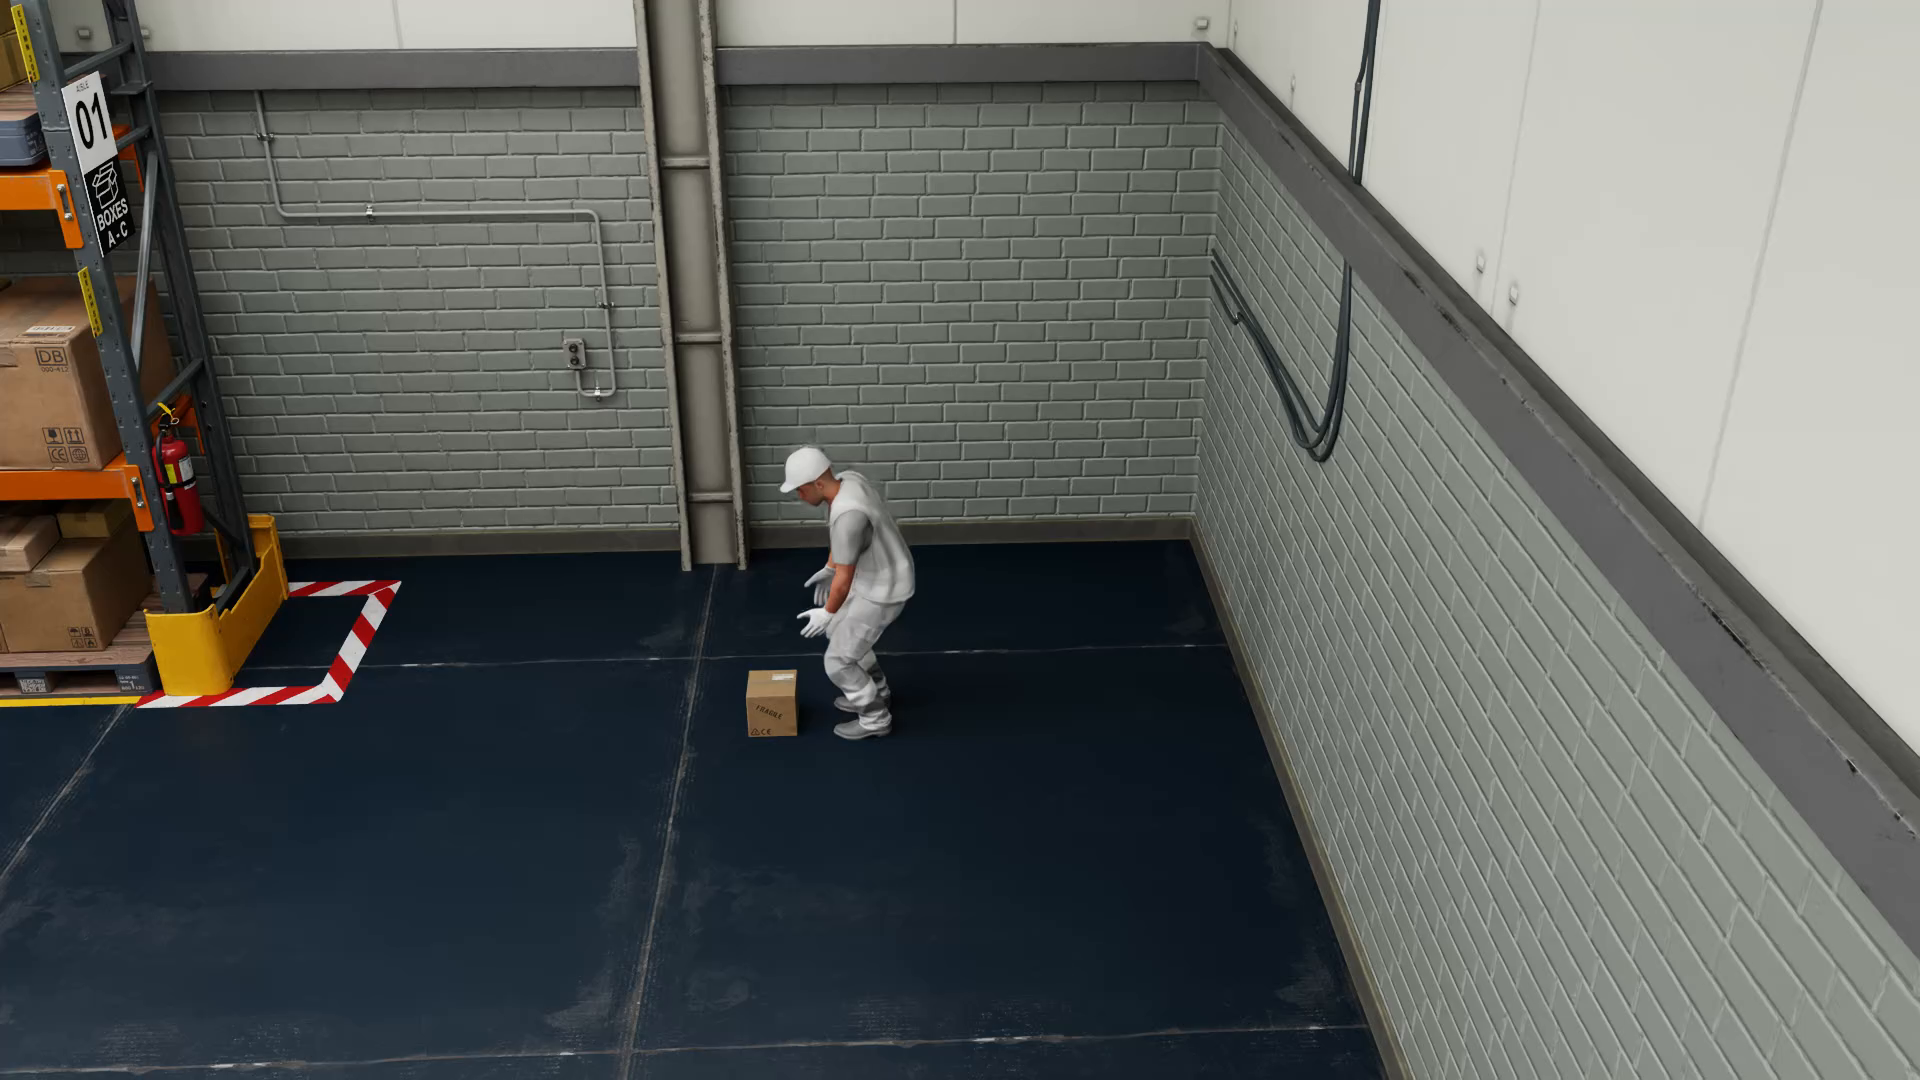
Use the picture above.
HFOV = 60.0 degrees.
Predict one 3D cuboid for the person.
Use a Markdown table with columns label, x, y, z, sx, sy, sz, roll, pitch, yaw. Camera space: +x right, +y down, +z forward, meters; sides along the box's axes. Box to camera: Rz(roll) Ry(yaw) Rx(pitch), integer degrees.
| label | x | y | z | sx | sy | sz | roll | pitch | yaw |
| --- | --- | --- | --- | --- | --- | --- | --- | --- | --- |
| person | -0.544 | 0.262 | 8.314 | 0.646 | 1.580 | 0.575 | -1 | 27 | -2 |
